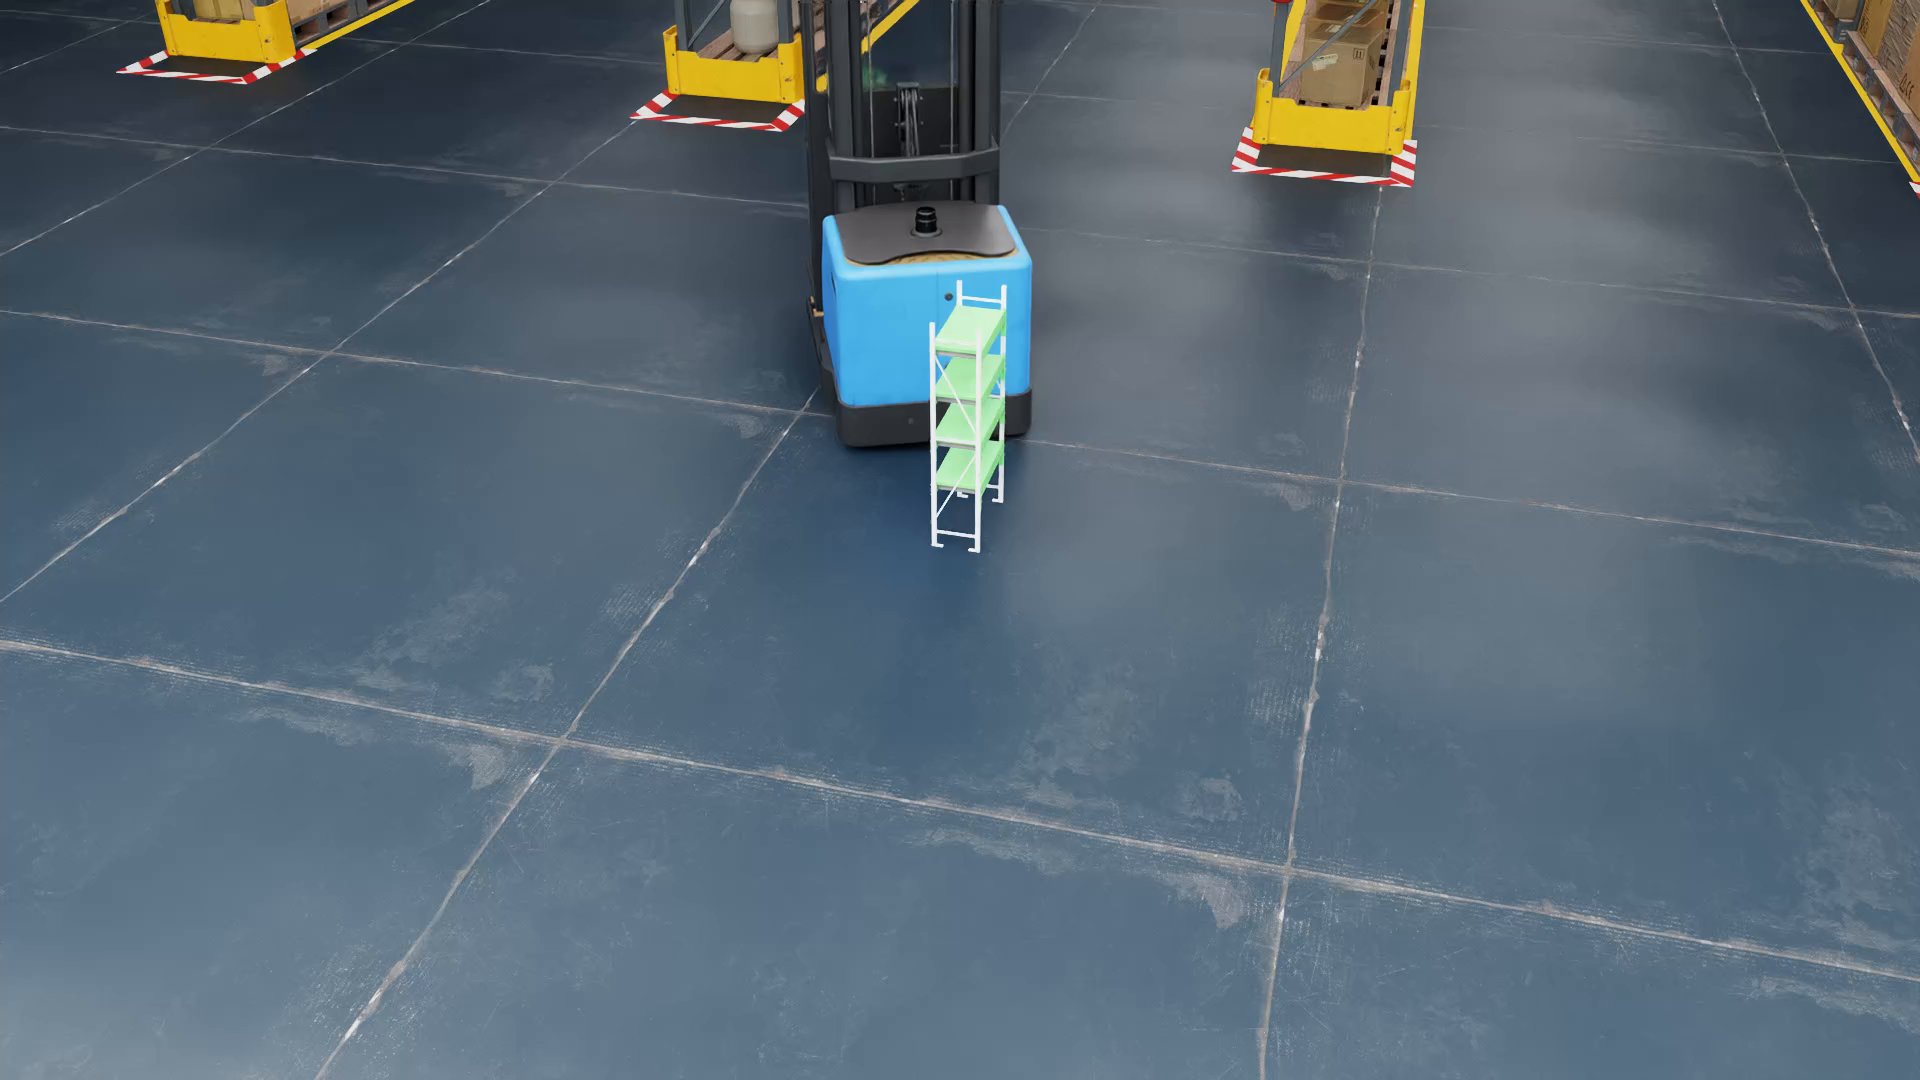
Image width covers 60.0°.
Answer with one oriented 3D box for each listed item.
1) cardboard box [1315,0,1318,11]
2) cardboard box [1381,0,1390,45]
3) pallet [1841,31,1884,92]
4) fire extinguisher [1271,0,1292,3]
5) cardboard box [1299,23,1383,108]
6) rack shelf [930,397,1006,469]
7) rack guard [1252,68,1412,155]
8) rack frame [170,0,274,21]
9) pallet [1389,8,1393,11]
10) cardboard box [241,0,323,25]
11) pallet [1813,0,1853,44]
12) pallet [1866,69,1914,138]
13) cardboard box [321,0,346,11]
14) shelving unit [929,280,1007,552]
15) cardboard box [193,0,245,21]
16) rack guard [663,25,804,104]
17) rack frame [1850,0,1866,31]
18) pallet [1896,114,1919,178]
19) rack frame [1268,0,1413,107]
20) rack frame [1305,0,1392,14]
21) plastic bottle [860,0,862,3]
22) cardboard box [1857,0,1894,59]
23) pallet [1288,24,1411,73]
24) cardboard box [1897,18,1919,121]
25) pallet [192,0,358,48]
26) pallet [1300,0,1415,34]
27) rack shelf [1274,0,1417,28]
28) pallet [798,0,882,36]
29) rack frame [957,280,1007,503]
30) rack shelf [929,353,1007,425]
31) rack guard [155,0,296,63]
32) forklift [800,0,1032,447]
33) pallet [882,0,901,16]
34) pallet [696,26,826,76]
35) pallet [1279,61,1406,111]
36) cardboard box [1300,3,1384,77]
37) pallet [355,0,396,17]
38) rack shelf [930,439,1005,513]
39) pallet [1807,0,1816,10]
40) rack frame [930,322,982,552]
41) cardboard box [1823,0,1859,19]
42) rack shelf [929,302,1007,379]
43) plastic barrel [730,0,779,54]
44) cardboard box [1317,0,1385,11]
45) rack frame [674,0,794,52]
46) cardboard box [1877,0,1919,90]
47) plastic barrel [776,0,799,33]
[{"bbox_3d":[3.640,-5.091,15.400,0.500,0.500,0.500,19,37,27],"label":"cardboard box"},{"bbox_3d":[3.558,-4.758,14.877,0.500,0.500,0.500,5,33,8],"label":"cardboard box"},{"bbox_3d":[8.422,-4.180,14.629,1.003,0.211,1.213,8,33,12],"label":"pallet"},{"bbox_3d":[2.428,-4.364,12.390,0.296,0.674,0.183,8,33,12],"label":"fire extinguisher"},{"bbox_3d":[3.078,-3.837,13.428,0.500,0.500,0.500,14,35,21],"label":"cardboard box"},{"bbox_3d":[0.042,-0.538,8.098,0.258,0.148,0.480,8,33,12],"label":"rack shelf"},{"bbox_3d":[2.922,-3.378,13.097,1.175,0.500,0.348,8,33,12],"label":"rack guard"},{"bbox_3d":[-6.678,-5.744,14.489,1.000,3.000,0.127,8,33,12],"label":"rack frame"},{"bbox_3d":[4.114,-5.696,17.013,1.003,0.211,1.213,8,33,12],"label":"pallet"},{"bbox_3d":[-6.327,-5.009,15.504,0.500,0.250,0.500,8,33,12],"label":"cardboard box"},{"bbox_3d":[8.813,-4.975,15.879,1.003,0.211,1.213,8,33,12],"label":"pallet"},{"bbox_3d":[8.114,-3.545,13.630,1.003,0.211,1.213,8,33,12],"label":"pallet"},{"bbox_3d":[-6.203,-5.268,15.913,0.500,0.250,0.500,8,33,12],"label":"cardboard box"},{"bbox_3d":[0.042,-0.592,8.063,0.258,1.200,0.503,8,33,12],"label":"shelving unit"},{"bbox_3d":[-6.828,-5.079,15.615,0.500,0.250,0.500,8,33,12],"label":"cardboard box"},{"bbox_3d":[-1.914,-4.058,14.168,1.175,0.500,0.348,8,33,12],"label":"rack guard"},{"bbox_3d":[8.690,-5.741,14.485,1.000,3.000,0.127,8,33,12],"label":"rack frame"},{"bbox_3d":[7.802,-2.914,12.637,1.003,0.211,1.213,8,33,12],"label":"pallet"},{"bbox_3d":[2.903,-4.393,12.364,1.000,3.000,0.127,8,33,12],"label":"rack frame"},{"bbox_3d":[3.918,-6.469,15.629,1.000,3.000,0.127,8,33,12],"label":"rack frame"},{"bbox_3d":[-0.989,-5.252,15.913,0.097,0.201,0.097,0,32,0],"label":"plastic bottle"},{"bbox_3d":[8.463,-4.705,14.444,0.875,0.875,0.875,9,33,13],"label":"cardboard box"},{"bbox_3d":[3.474,-4.304,14.823,1.003,0.211,1.213,8,33,12],"label":"pallet"},{"bbox_3d":[8.005,-3.764,12.963,0.875,0.875,0.875,8,33,12],"label":"cardboard box"},{"bbox_3d":[-6.524,-4.969,15.870,1.003,0.211,1.213,8,33,12],"label":"pallet"},{"bbox_3d":[3.782,-4.939,15.822,1.003,0.211,1.213,8,33,12],"label":"pallet"},{"bbox_3d":[3.411,-5.127,14.190,1.077,0.370,4.000,8,33,12],"label":"rack shelf"},{"bbox_3d":[-1.391,-4.988,15.900,1.003,0.211,1.213,8,33,12],"label":"pallet"},{"bbox_3d":[0.104,-0.719,8.262,0.240,1.200,0.015,8,33,12],"label":"rack frame"},{"bbox_3d":[0.042,-0.741,7.969,0.258,0.148,0.480,8,33,12],"label":"rack shelf"},{"bbox_3d":[-6.684,-4.676,15.140,1.175,0.500,0.348,8,33,12],"label":"rack guard"},{"bbox_3d":[-0.357,-2.513,9.471,1.130,2.935,3.031,-5,33,-8],"label":"forklift"},{"bbox_3d":[-1.083,-5.623,16.899,1.003,0.211,1.213,8,33,12],"label":"pallet"},{"bbox_3d":[-1.703,-4.357,14.907,1.003,0.211,1.213,8,33,12],"label":"pallet"},{"bbox_3d":[3.163,-3.672,13.830,1.003,0.211,1.213,8,33,12],"label":"pallet"},{"bbox_3d":[3.196,-4.152,13.924,0.500,0.500,0.500,17,36,25],"label":"cardboard box"},{"bbox_3d":[-6.213,-5.601,16.863,1.003,0.211,1.213,8,33,12],"label":"pallet"},{"bbox_3d":[0.042,-0.336,8.226,0.258,0.148,0.480,8,33,12],"label":"rack shelf"},{"bbox_3d":[9.121,-5.610,16.878,1.003,0.211,1.213,8,33,12],"label":"pallet"},{"bbox_3d":[-0.020,-0.466,7.864,0.240,1.200,0.015,8,33,12],"label":"rack frame"},{"bbox_3d":[8.761,-5.303,15.502,1.050,0.750,0.750,8,33,12],"label":"cardboard box"},{"bbox_3d":[0.042,-0.943,7.840,0.258,0.148,0.480,8,33,12],"label":"rack shelf"},{"bbox_3d":[-1.795,-4.547,14.533,0.421,0.512,0.421,0,32,0],"label":"plastic barrel"},{"bbox_3d":[3.374,-4.474,14.431,0.500,0.500,0.500,11,34,17],"label":"cardboard box"},{"bbox_3d":[-1.888,-5.067,13.425,1.000,3.000,0.127,8,33,12],"label":"rack frame"},{"bbox_3d":[8.238,-4.236,13.707,0.875,0.875,0.875,8,33,13],"label":"cardboard box"},{"bbox_3d":[-1.667,-4.807,14.943,0.421,0.512,0.421,0,32,0],"label":"plastic barrel"}]
